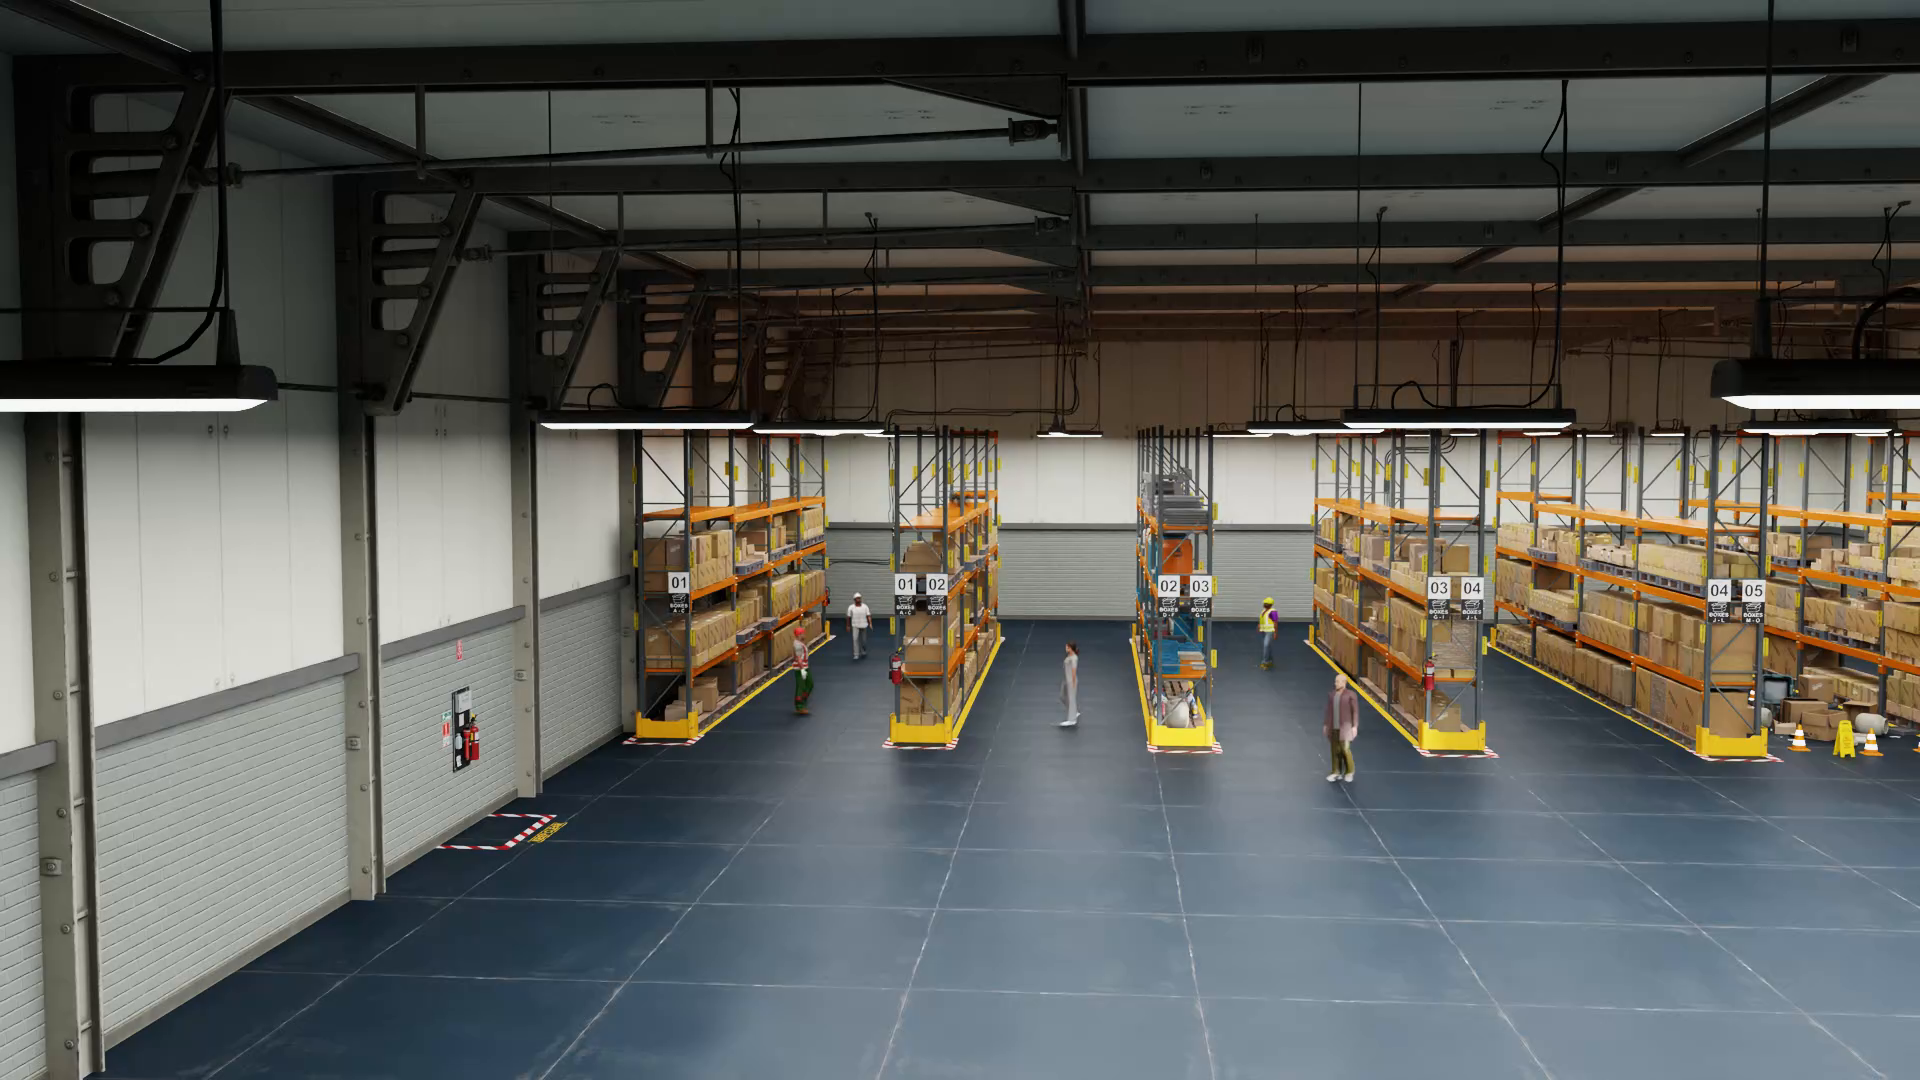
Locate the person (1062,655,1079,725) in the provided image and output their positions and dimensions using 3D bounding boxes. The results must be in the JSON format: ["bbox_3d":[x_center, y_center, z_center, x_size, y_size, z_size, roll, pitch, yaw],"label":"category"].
[{"bbox_3d":[2.224,2.993,33.456,0.459,1.437,0.482,-1,4,-13],"label":"person"}]

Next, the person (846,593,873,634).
[{"bbox_3d":[-2.636,1.937,43.481,0.724,1.073,0.431,0,3,0],"label":"person"}]

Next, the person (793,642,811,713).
[{"bbox_3d":[-3.327,2.880,34.938,0.411,1.553,0.421,1,3,10],"label":"person"}]

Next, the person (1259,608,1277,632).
[{"bbox_3d":[7.747,2.010,41.828,0.398,0.608,0.443,-3,5,-40],"label":"person"}]

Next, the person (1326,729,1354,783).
[{"bbox_3d":[6.395,3.498,27.878,0.470,1.080,0.429,-3,5,-44],"label":"person"}]
